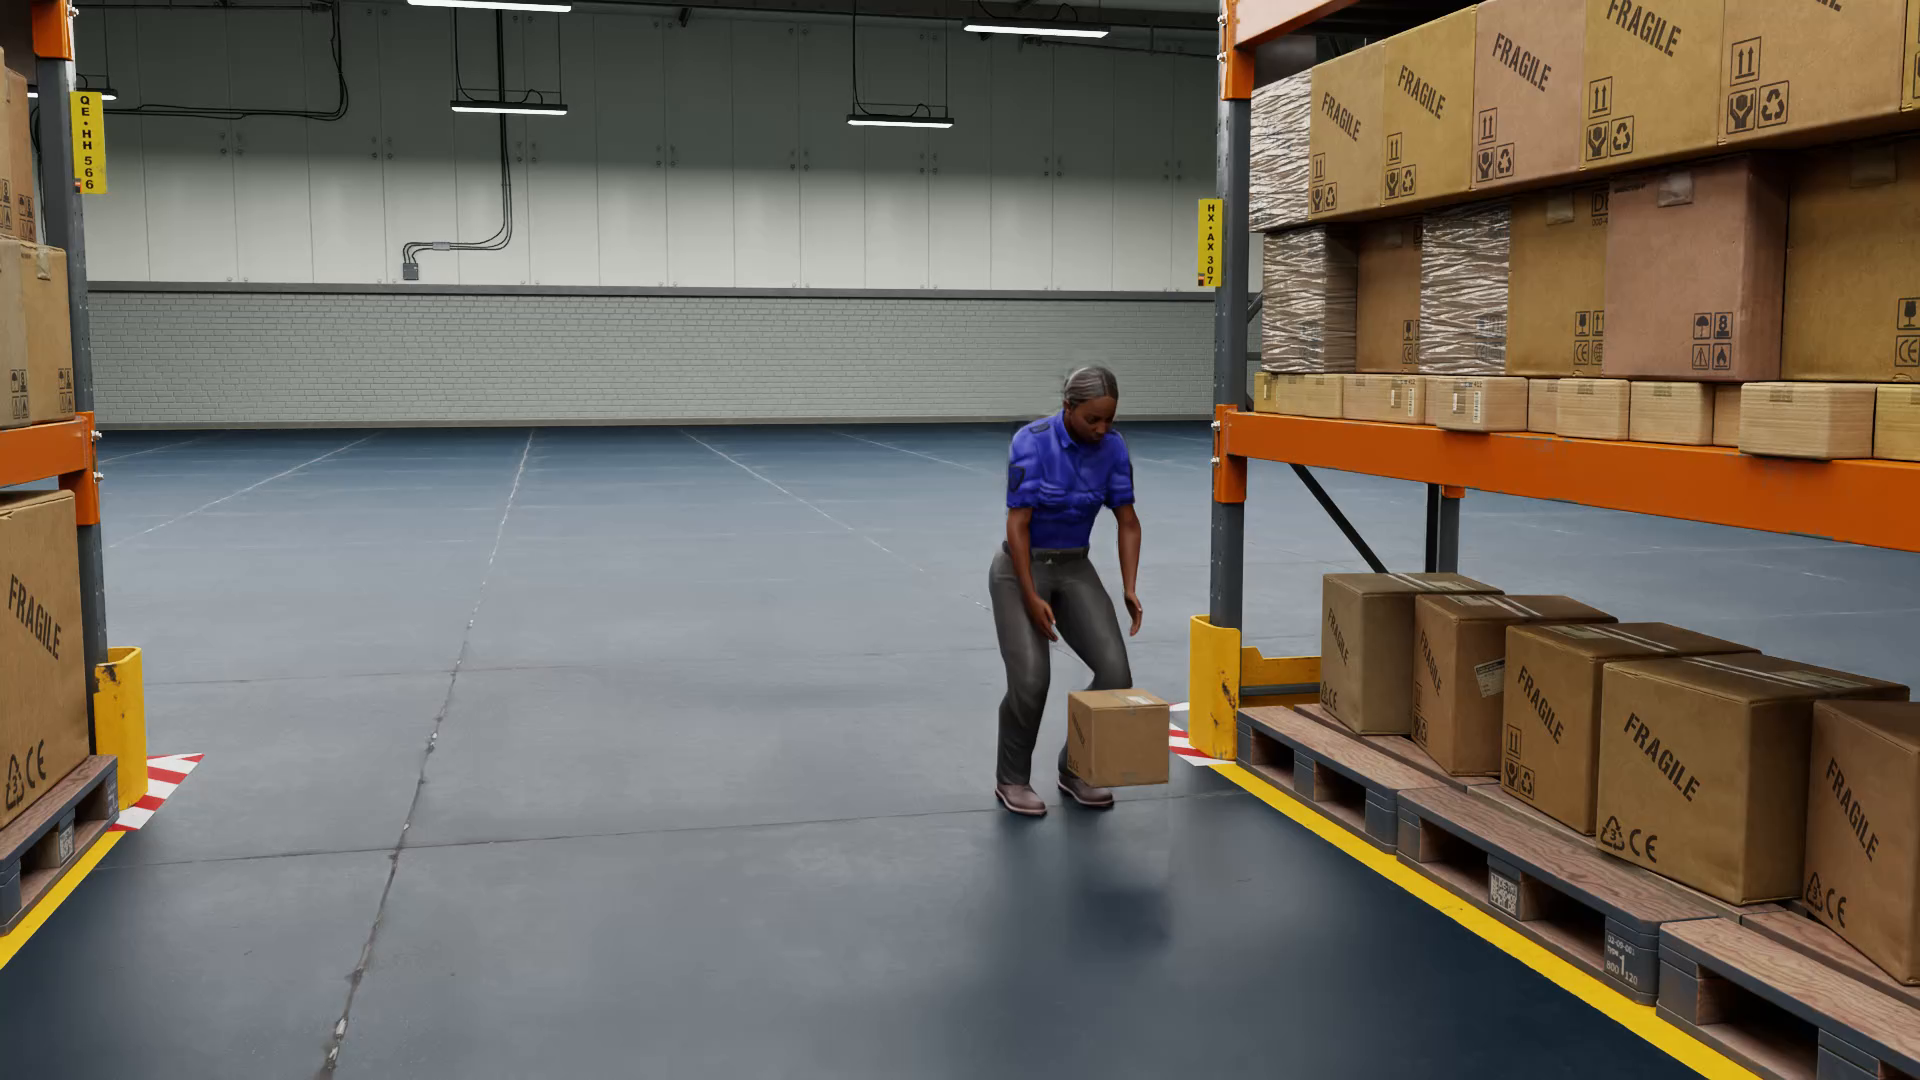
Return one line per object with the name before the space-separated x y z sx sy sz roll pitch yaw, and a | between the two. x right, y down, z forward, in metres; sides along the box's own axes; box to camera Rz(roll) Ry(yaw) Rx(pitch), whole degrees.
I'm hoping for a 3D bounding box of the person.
person | 0.359 0.162 5.570 0.487 1.487 0.535 -2 7 -21
